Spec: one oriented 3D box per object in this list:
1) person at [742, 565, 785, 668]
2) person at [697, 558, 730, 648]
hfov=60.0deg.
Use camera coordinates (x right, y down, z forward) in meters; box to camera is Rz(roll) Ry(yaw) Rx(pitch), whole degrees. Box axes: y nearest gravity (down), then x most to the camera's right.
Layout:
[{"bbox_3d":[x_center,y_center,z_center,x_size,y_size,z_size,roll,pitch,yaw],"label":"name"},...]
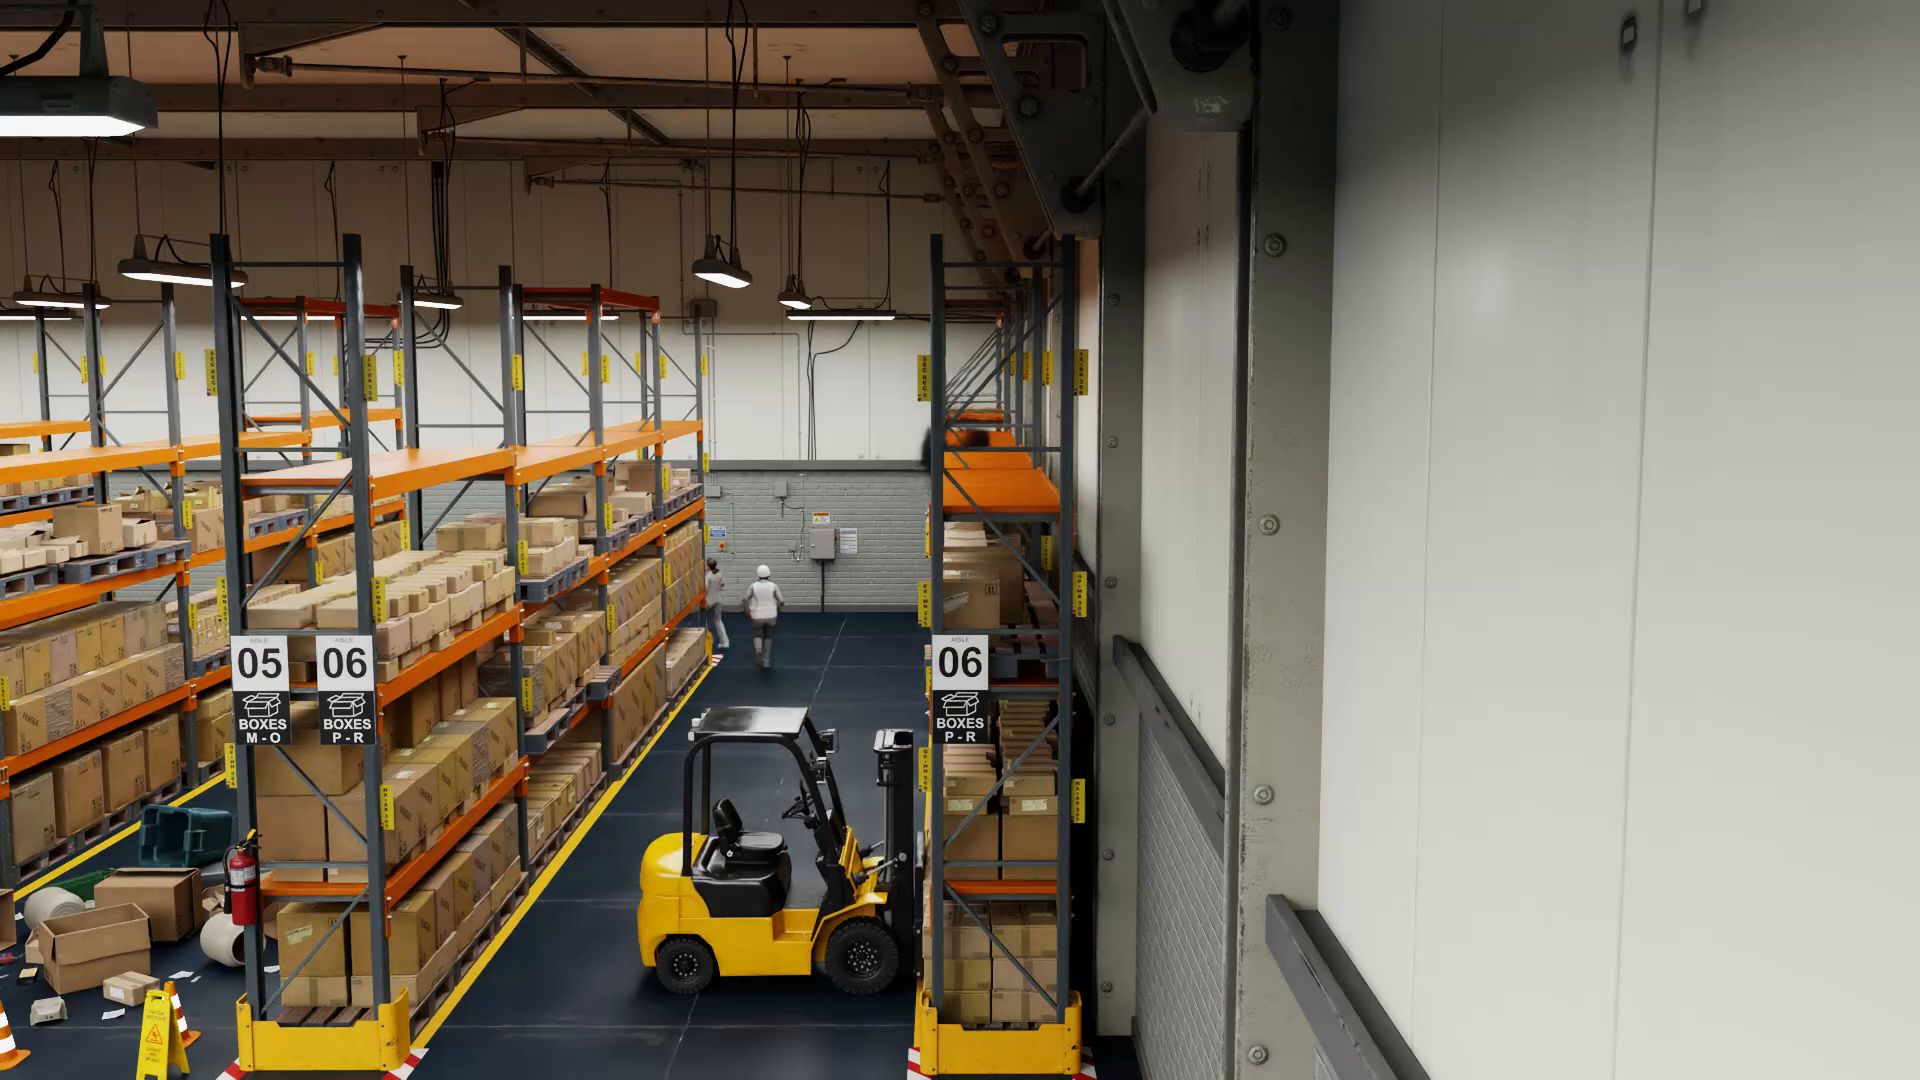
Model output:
[{"bbox_3d":[-3.254,1.276,27.521,0.702,1.735,0.591,-1,6,-10],"label":"person"},{"bbox_3d":[-4.424,1.130,29.285,0.606,1.675,0.685,-6,8,-42],"label":"person"}]
